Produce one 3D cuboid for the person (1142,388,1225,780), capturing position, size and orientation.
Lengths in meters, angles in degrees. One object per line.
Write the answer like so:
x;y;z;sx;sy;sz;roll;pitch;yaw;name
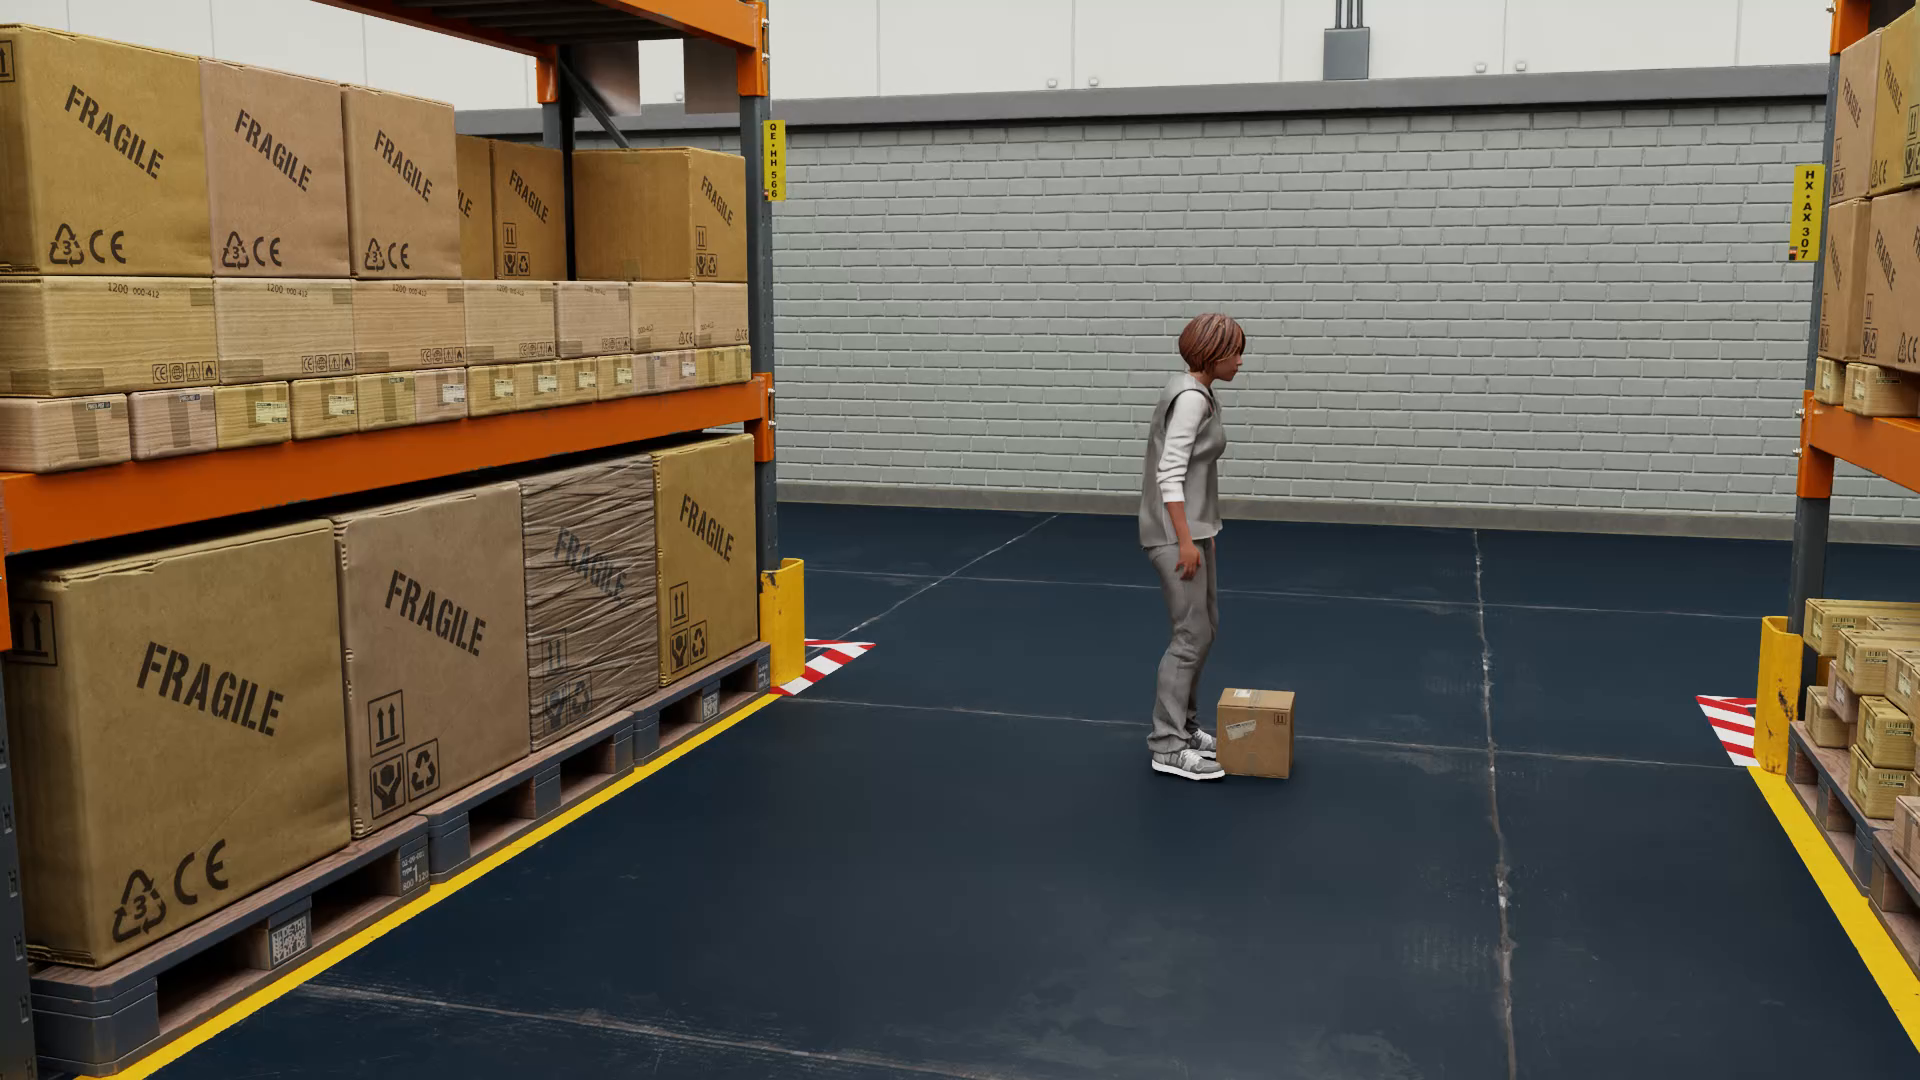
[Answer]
0.808;0.127;5.844;0.323;1.352;0.459;2;9;16;person
